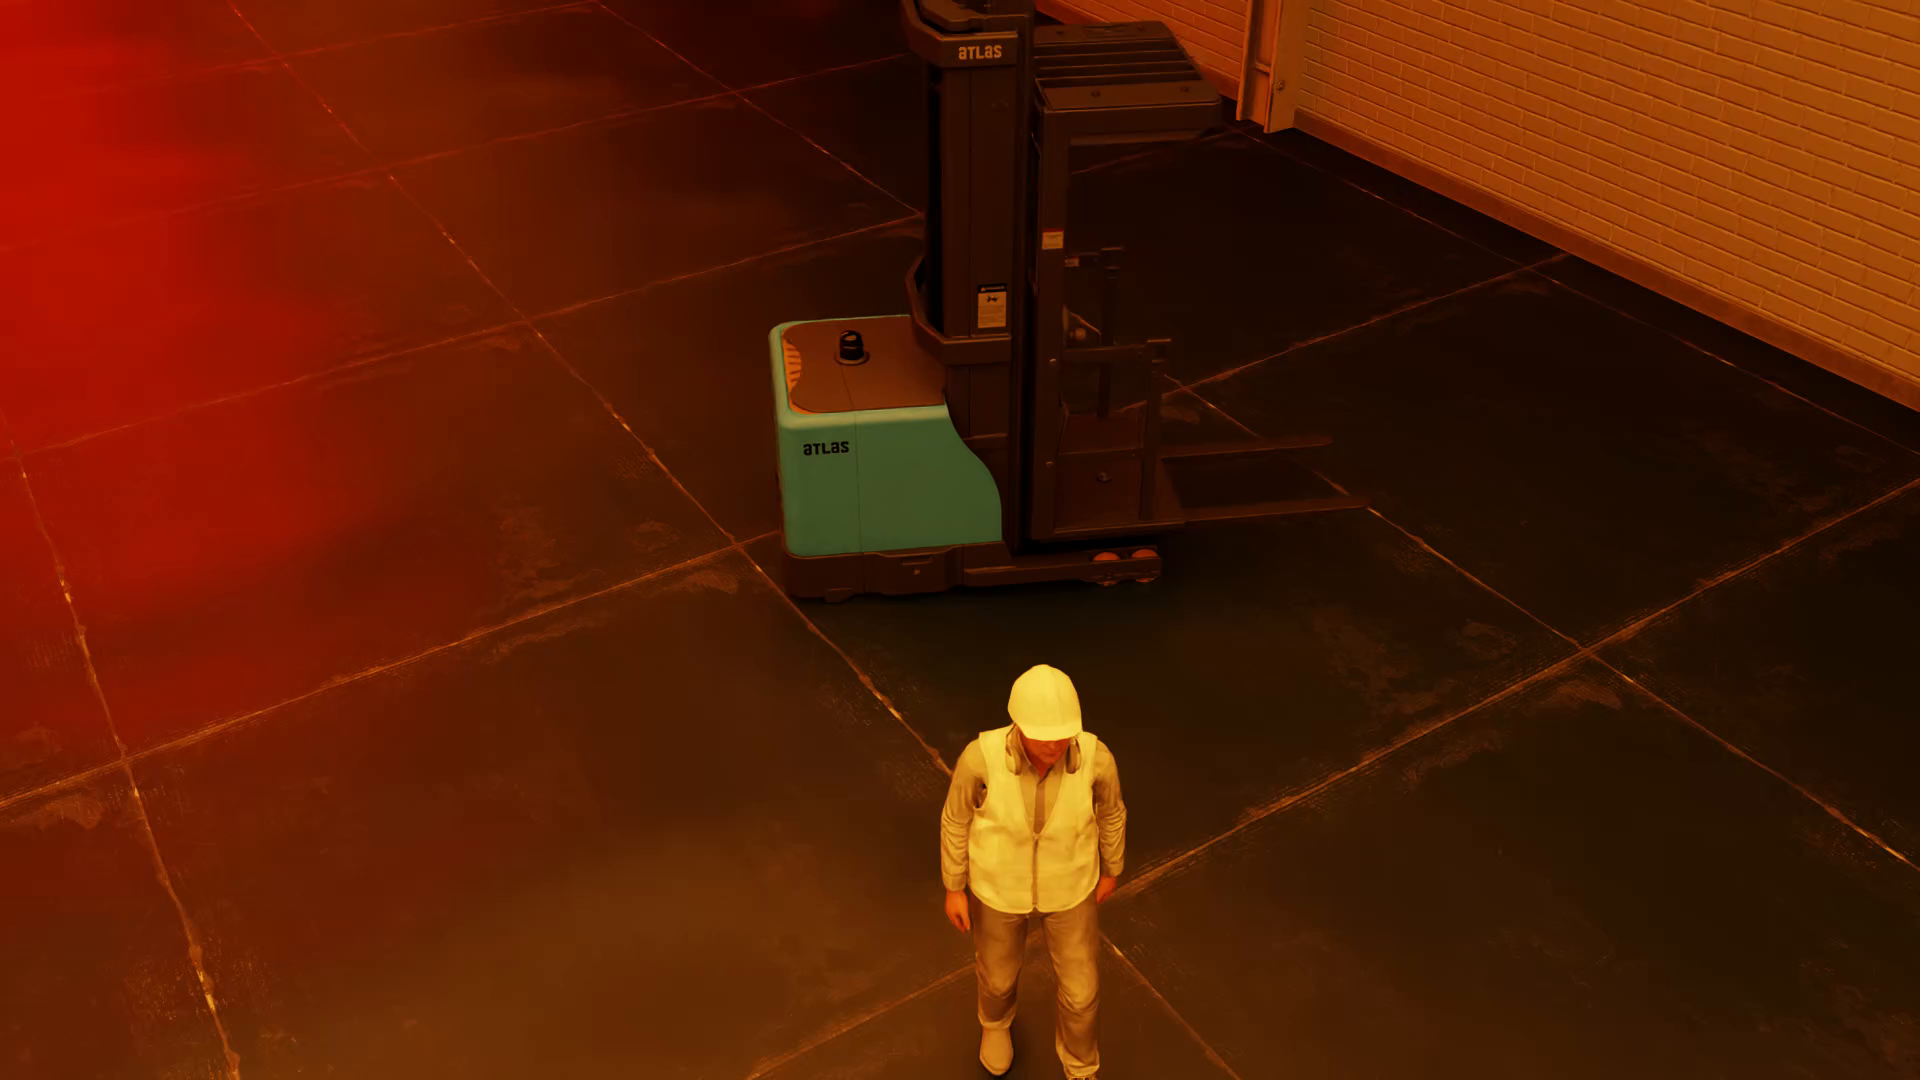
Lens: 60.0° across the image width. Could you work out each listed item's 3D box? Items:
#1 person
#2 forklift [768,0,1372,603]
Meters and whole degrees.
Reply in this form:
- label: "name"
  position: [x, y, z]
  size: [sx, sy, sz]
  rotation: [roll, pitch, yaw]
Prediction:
- label: "person"
  position: [0.246, 1.190, 5.508]
  size: [0.615, 1.806, 0.527]
  rotation: [-1, 35, -2]
- label: "forklift"
  position: [0.581, -1.268, 7.952]
  size: [3.031, 2.935, 1.130]
  rotation: [-5, 35, -7]
